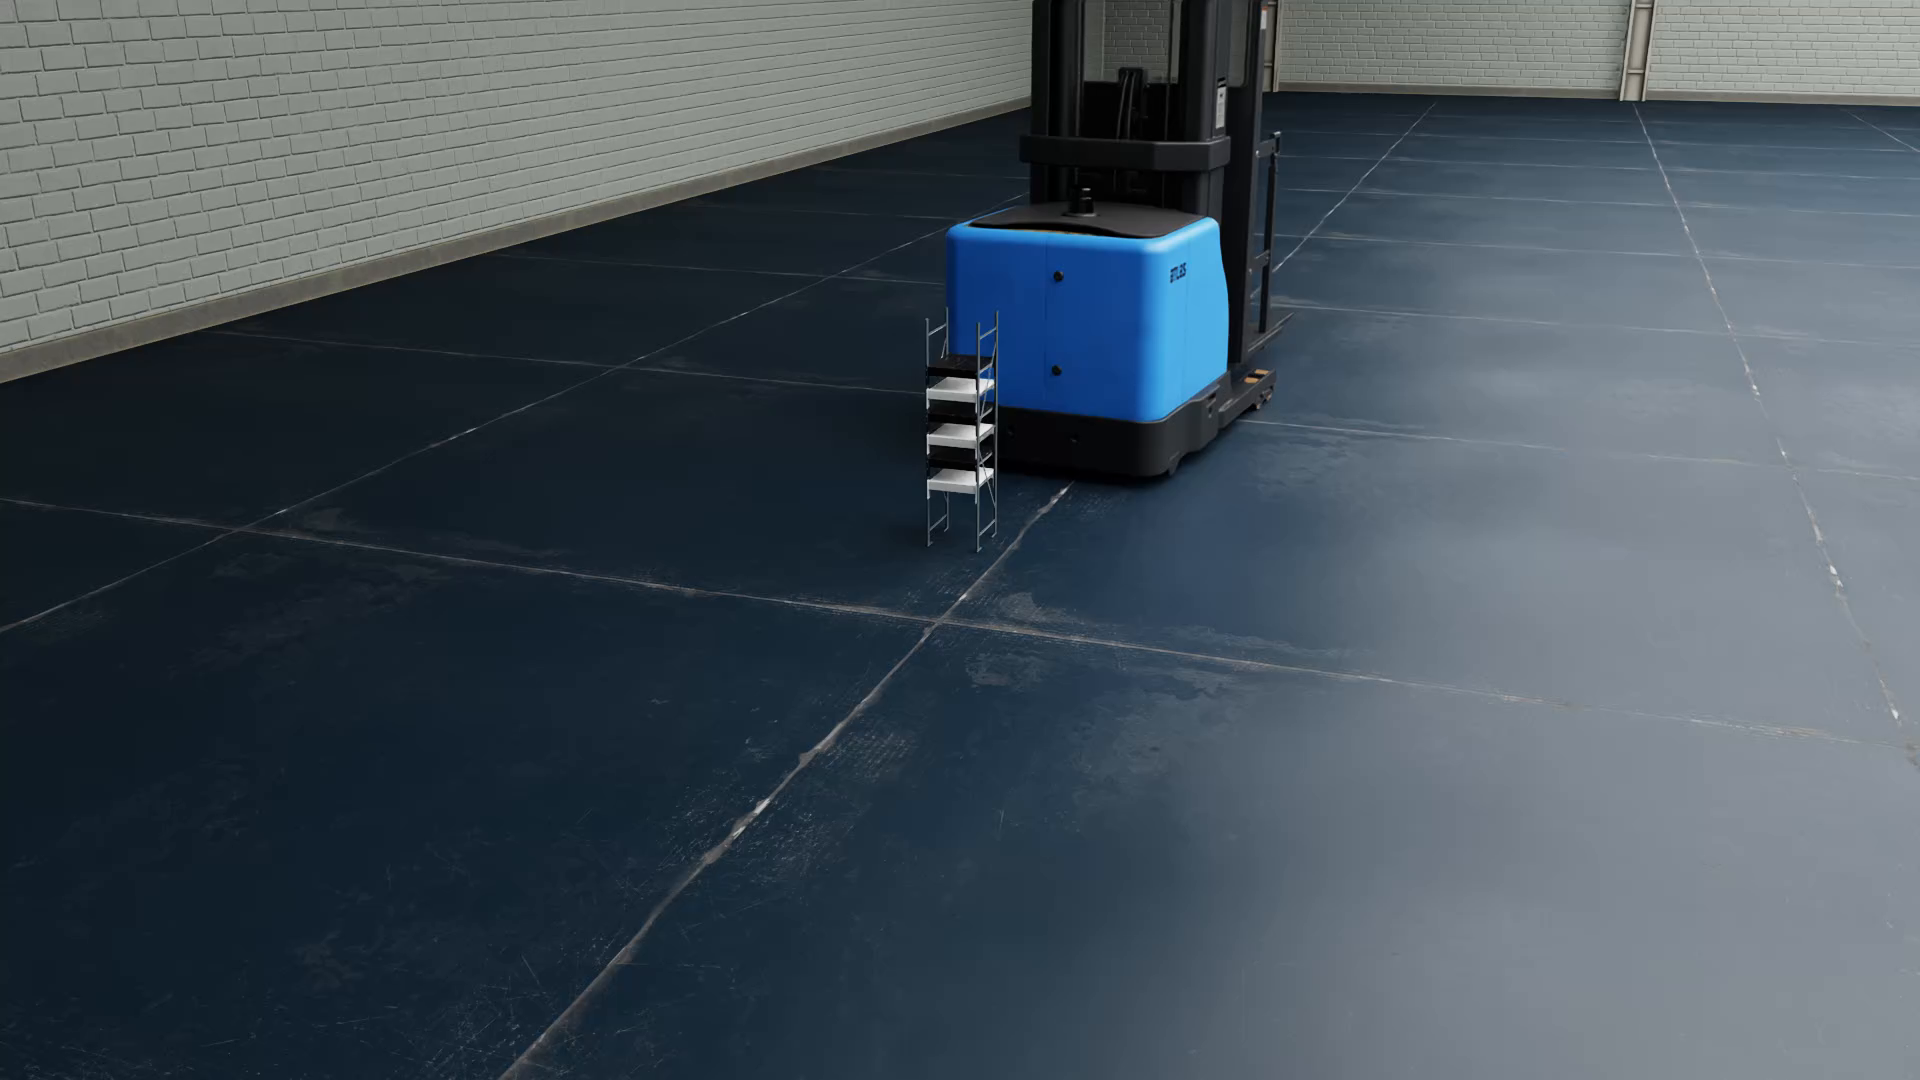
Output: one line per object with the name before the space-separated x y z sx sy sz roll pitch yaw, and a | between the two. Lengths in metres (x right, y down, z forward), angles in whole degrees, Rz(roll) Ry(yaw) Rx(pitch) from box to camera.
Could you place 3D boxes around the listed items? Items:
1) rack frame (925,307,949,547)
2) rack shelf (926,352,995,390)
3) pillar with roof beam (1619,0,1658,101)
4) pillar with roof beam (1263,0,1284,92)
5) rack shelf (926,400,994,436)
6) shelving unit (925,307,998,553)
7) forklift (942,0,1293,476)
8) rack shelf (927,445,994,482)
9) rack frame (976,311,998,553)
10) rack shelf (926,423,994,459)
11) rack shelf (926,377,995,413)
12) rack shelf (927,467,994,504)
rack frame | -0.088 -0.435 6.457 0.006 0.900 0.240 7 20 18
rack shelf | 0.008 -0.648 6.348 0.200 0.077 0.258 7 20 18
pillar with roof beam | 9.616 -10.134 21.977 0.400 9.000 9.100 7 20 18
pillar with roof beam | 3.948 -10.782 23.836 0.400 9.000 9.100 7 20 18
rack shelf | 0.008 -0.478 6.407 0.200 0.077 0.258 7 20 18
shelving unit | 0.008 -0.424 6.426 0.210 0.900 0.258 7 20 18
forklift | 1.001 -2.101 8.151 1.130 2.935 3.031 9 21 23
rack shelf | 0.008 -0.308 6.466 0.200 0.077 0.258 7 20 18
rack frame | 0.104 -0.413 6.394 0.006 0.900 0.240 7 20 18
rack shelf | 0.008 -0.393 6.437 0.200 0.077 0.258 7 20 18
rack shelf | 0.008 -0.563 6.377 0.200 0.077 0.258 7 20 18
rack shelf | 0.008 -0.223 6.496 0.200 0.077 0.258 7 20 18
